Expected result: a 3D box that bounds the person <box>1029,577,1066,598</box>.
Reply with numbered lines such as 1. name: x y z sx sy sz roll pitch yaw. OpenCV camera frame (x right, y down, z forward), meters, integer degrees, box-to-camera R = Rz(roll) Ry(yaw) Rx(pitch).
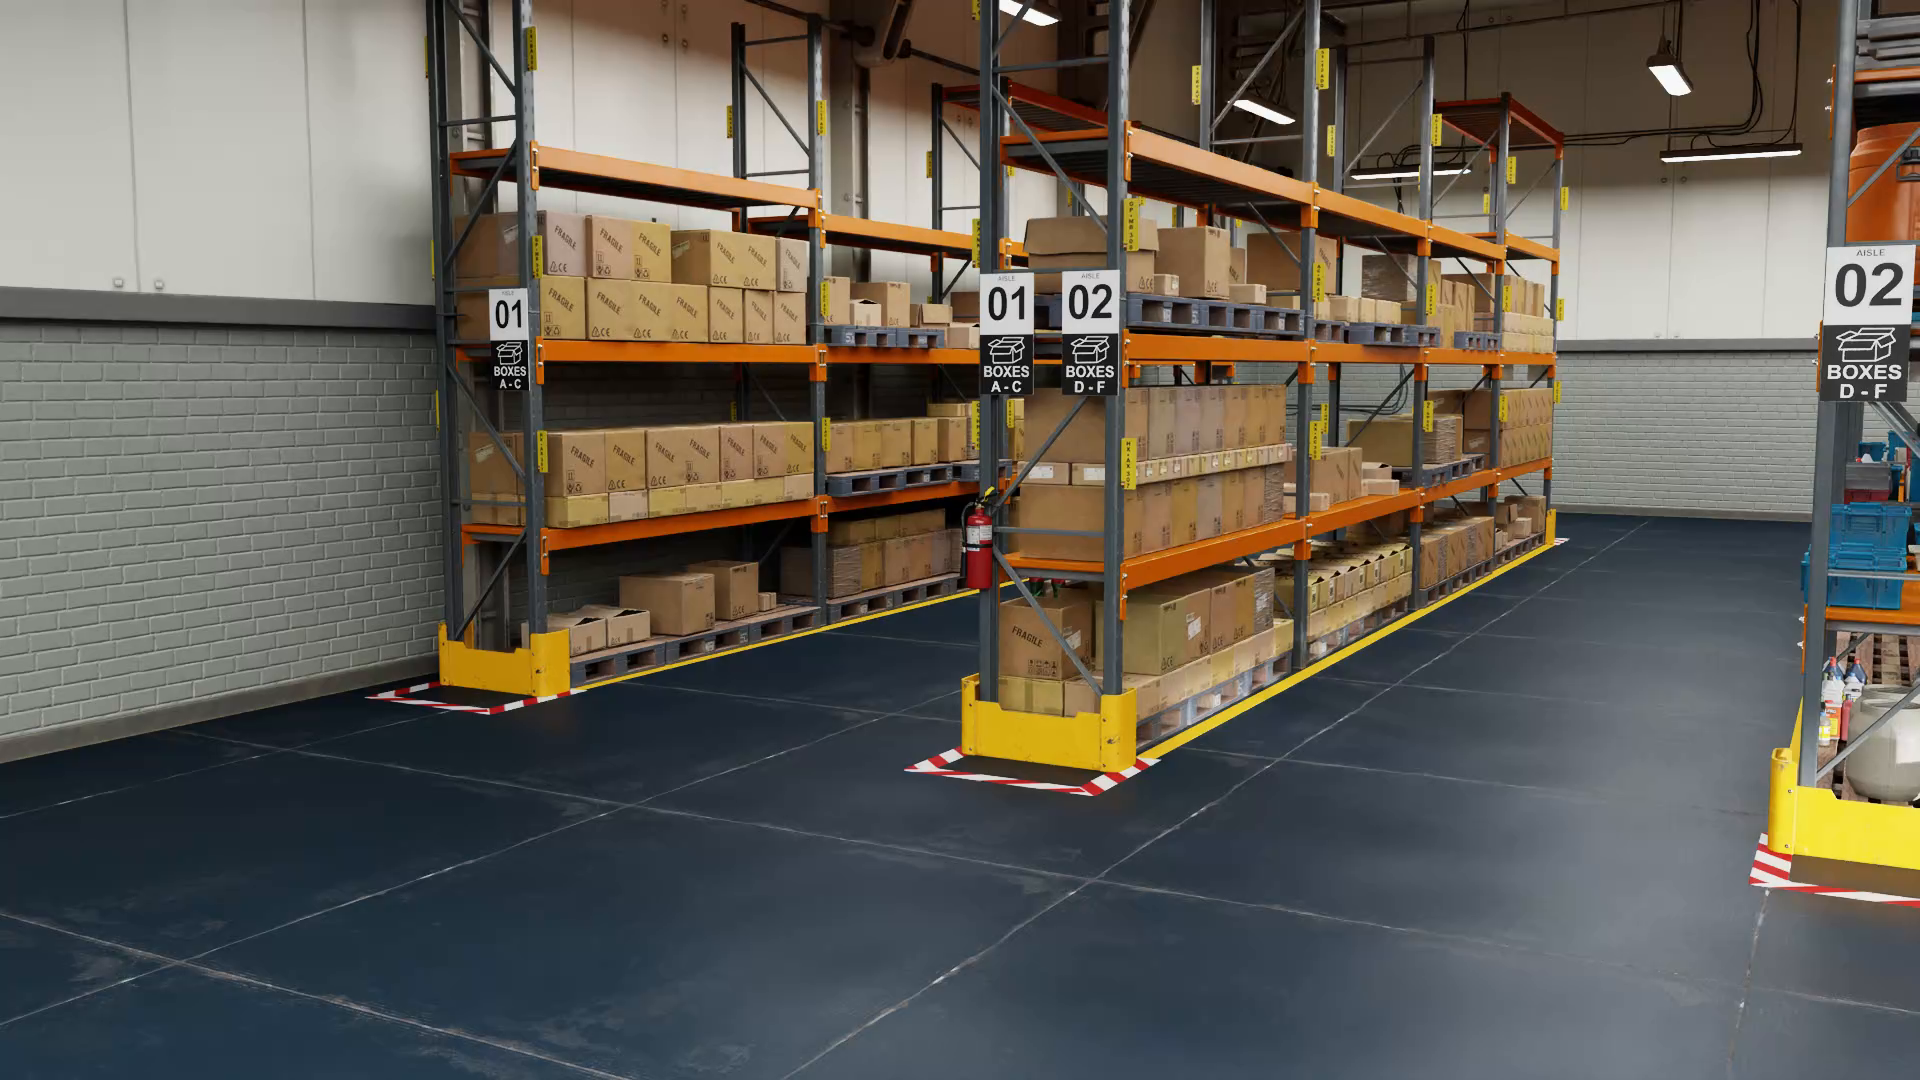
1. person: 0.954 -0.160 18.064 0.618 1.779 0.455 3 7 27
